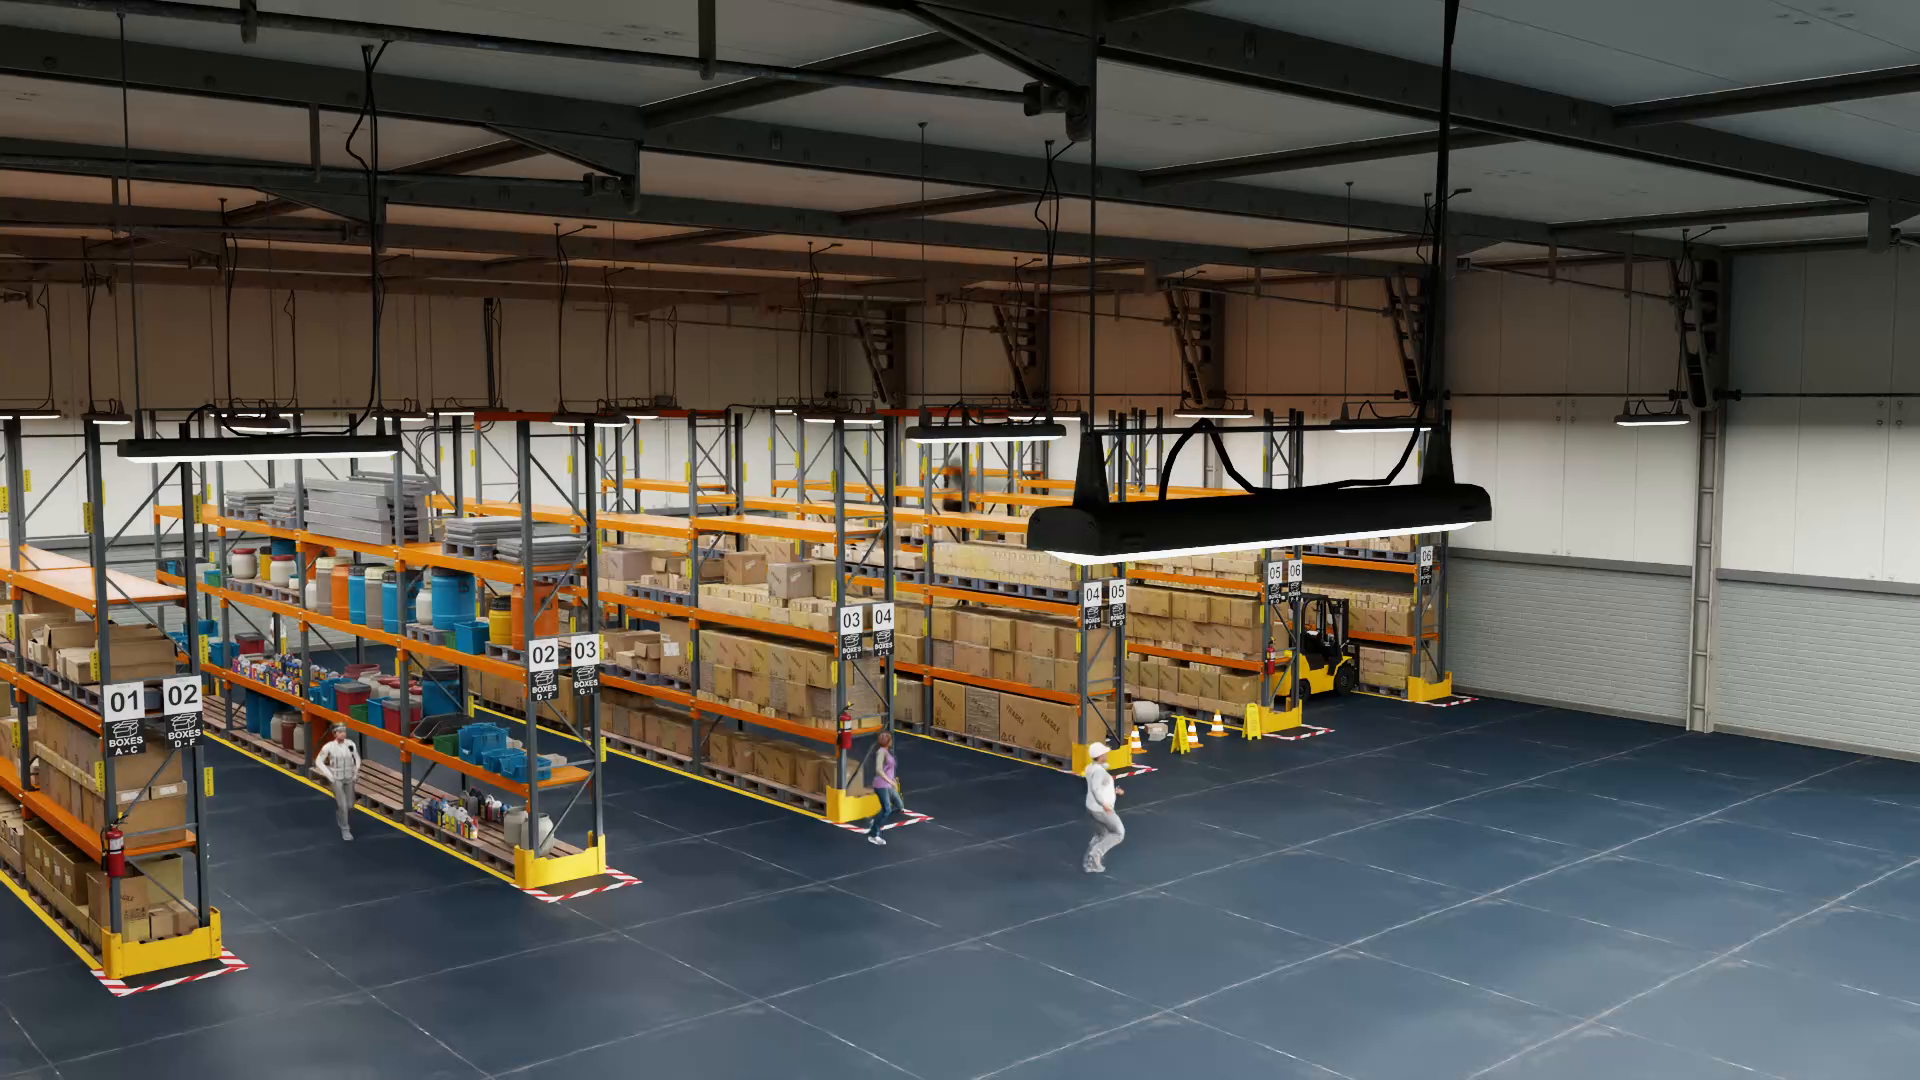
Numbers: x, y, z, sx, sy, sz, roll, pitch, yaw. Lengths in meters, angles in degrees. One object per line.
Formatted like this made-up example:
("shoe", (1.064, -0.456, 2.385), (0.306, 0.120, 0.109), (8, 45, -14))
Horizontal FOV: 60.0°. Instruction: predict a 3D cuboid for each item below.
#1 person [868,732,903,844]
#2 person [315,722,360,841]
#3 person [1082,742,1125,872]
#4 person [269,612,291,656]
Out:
("person", (-1.046, 3.499, 23.583), (0.473, 1.550, 0.601), (1, 5, 9))
("person", (-8.876, 3.415, 23.777), (0.627, 1.680, 0.657), (-4, 7, -41))
("person", (1.908, 3.530, 21.975), (0.591, 1.730, 0.644), (-1, 5, -16))
("person", (-15.065, 2.294, 36.772), (0.496, 1.632, 0.596), (-3, 6, -28))
